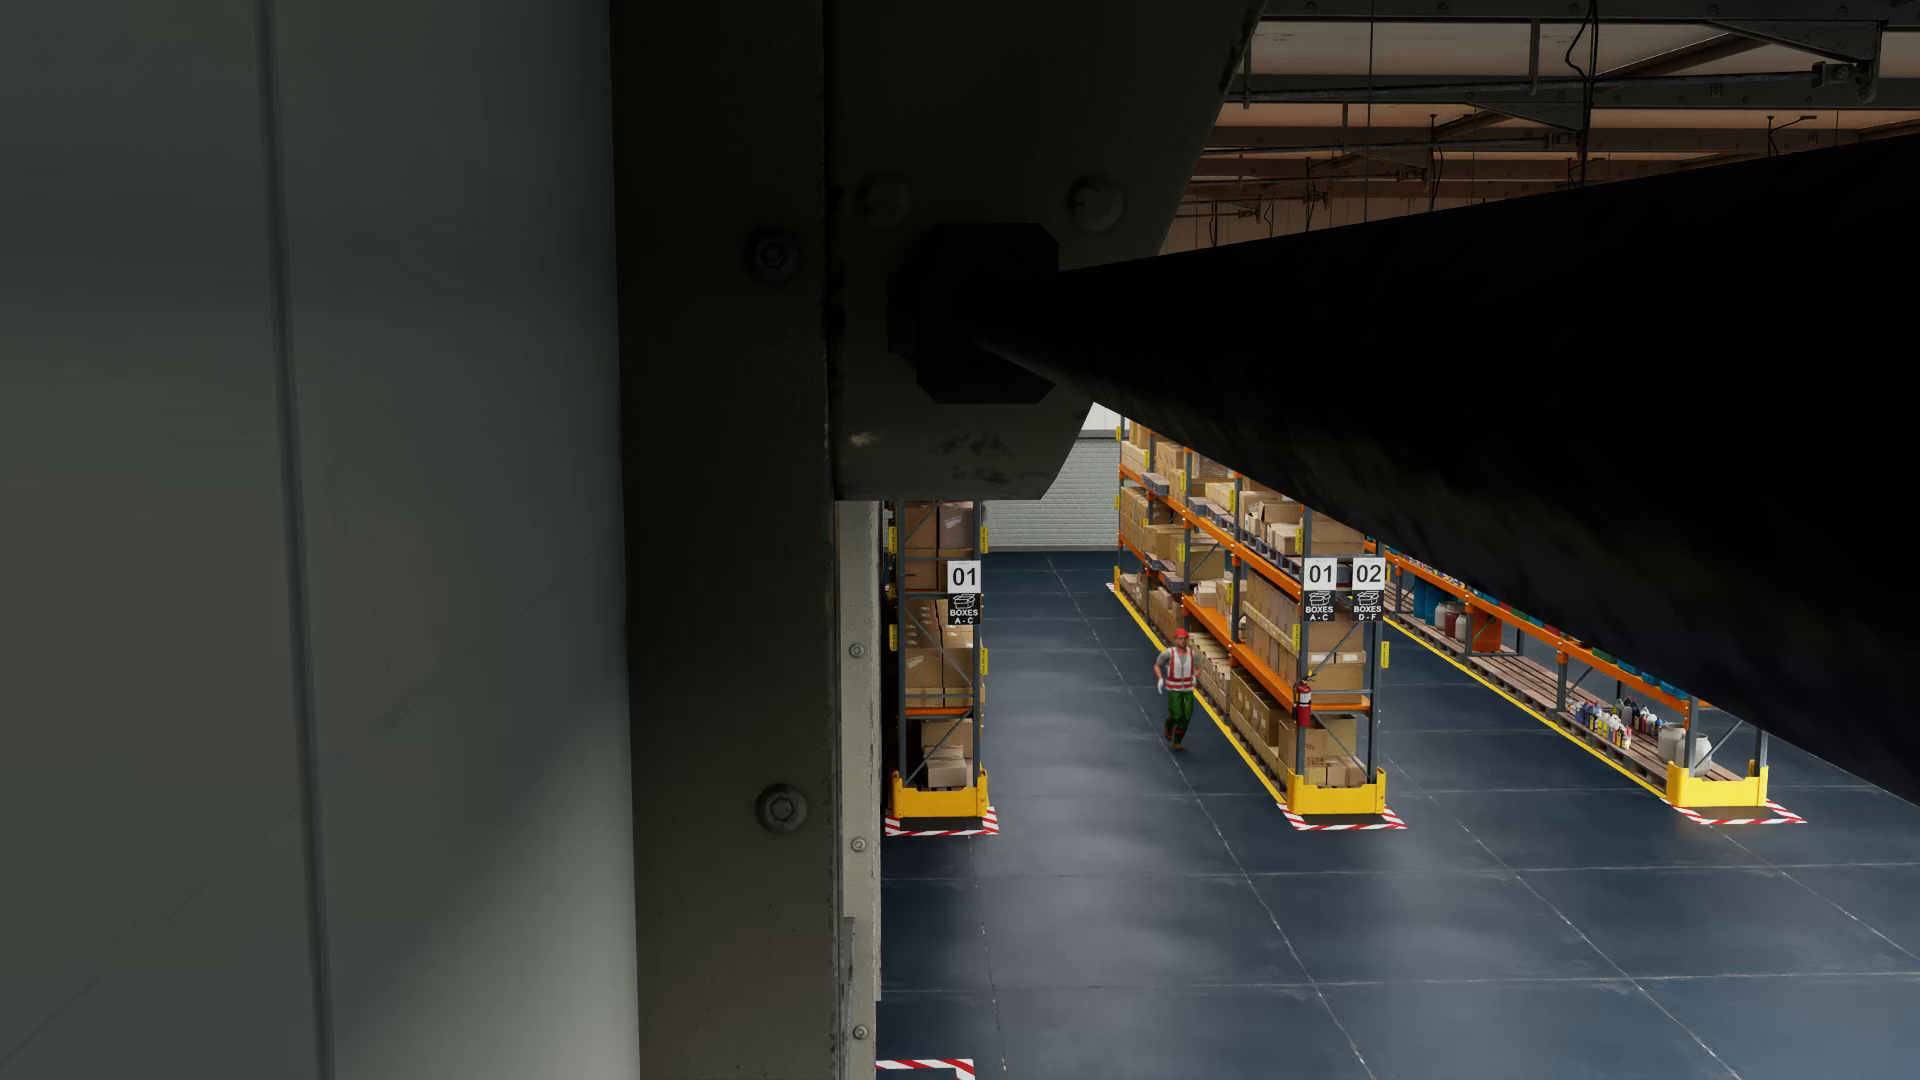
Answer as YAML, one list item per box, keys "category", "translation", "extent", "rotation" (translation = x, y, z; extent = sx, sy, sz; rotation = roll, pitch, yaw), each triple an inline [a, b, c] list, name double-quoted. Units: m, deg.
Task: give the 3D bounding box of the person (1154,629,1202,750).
- category: "person"
  translation: [3.103, 2.115, 23.373]
  extent: [0.651, 1.743, 0.585]
  rotation: [-1, 8, -8]
